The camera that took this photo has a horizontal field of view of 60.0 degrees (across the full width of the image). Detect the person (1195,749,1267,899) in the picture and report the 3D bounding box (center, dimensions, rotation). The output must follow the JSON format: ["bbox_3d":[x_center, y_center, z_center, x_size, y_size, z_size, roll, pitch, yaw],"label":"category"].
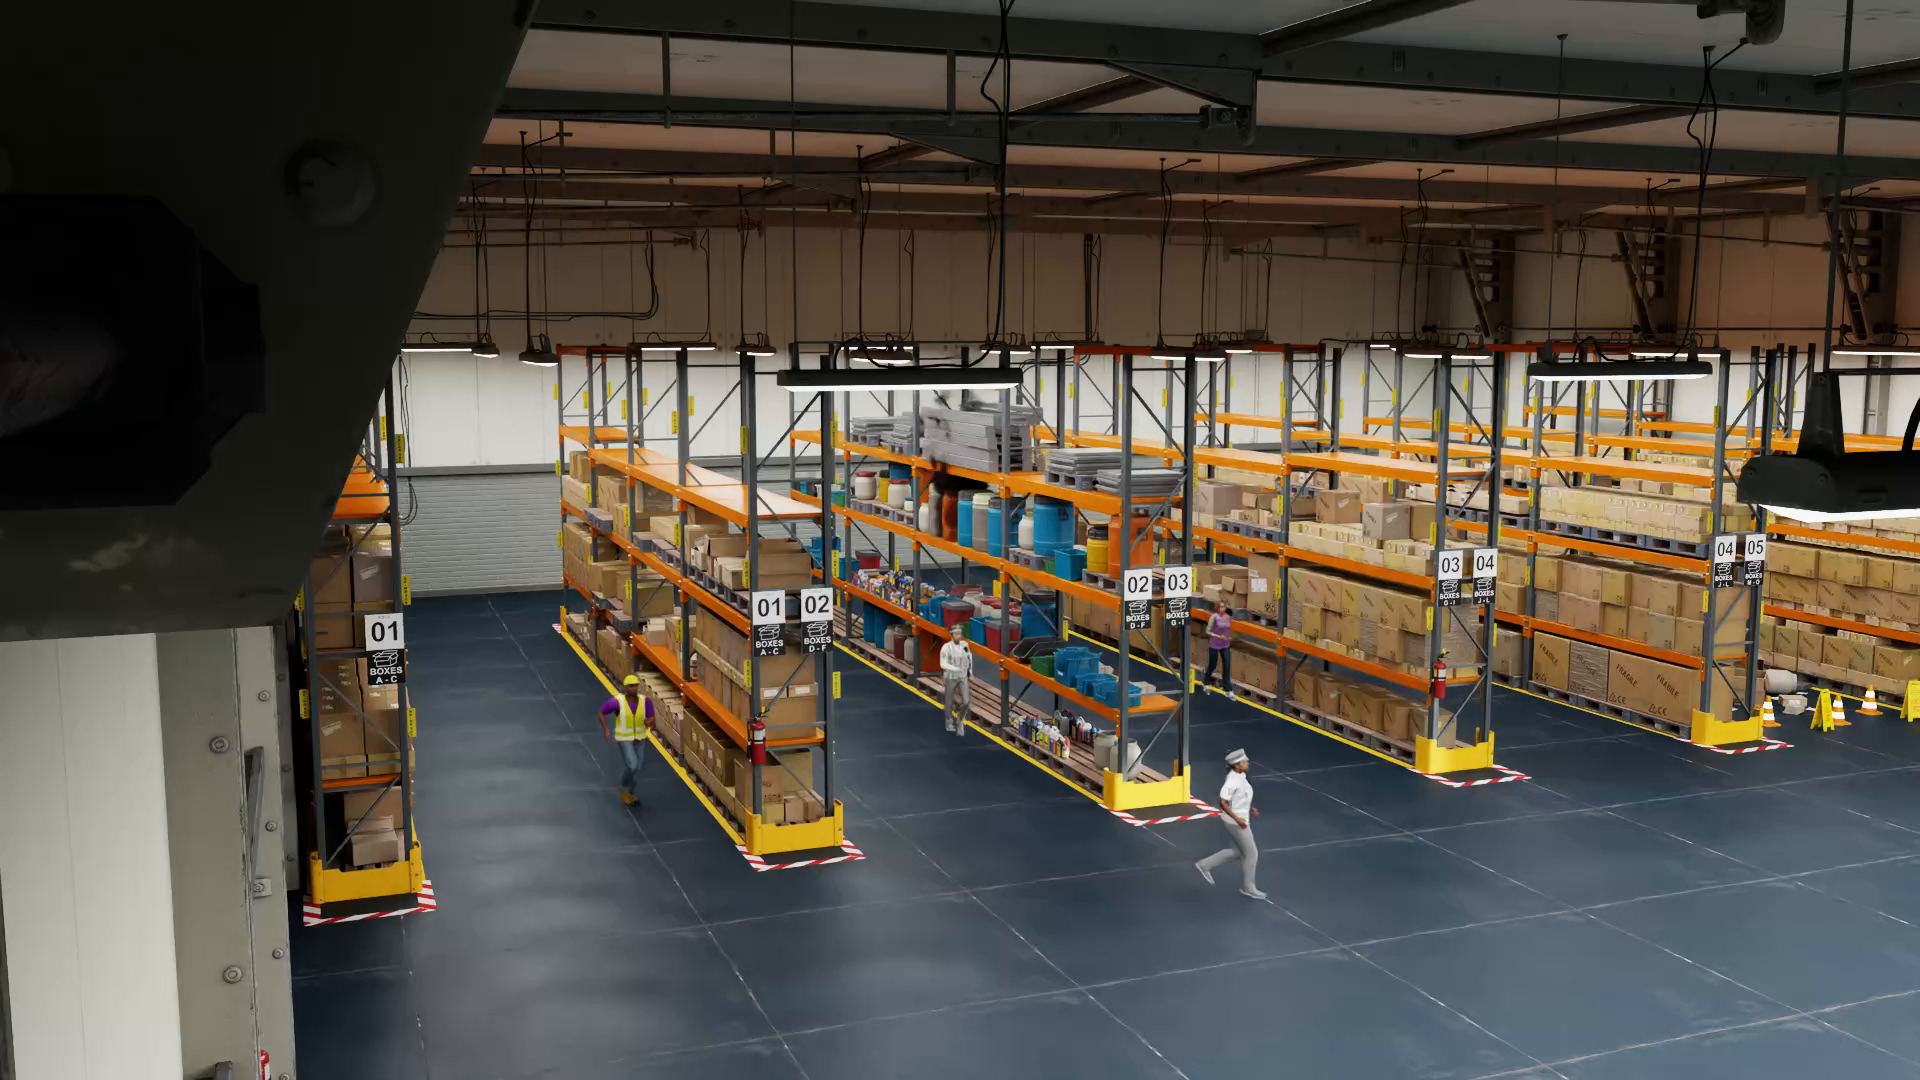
[{"bbox_3d":[3.049,3.155,18.576,0.779,1.697,0.587,1,7,11],"label":"person"}]

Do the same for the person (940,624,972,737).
[{"bbox_3d":[-0.033,2.090,24.713,0.578,1.725,0.728,-3,8,-20],"label":"person"}]

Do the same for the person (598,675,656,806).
[{"bbox_3d":[-4.357,2.659,22.083,0.692,1.737,0.660,-5,9,-35],"label":"person"}]

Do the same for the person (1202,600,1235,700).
[{"bbox_3d":[4.247,1.776,27.221,0.557,1.618,0.821,-3,8,-25],"label":"person"}]
